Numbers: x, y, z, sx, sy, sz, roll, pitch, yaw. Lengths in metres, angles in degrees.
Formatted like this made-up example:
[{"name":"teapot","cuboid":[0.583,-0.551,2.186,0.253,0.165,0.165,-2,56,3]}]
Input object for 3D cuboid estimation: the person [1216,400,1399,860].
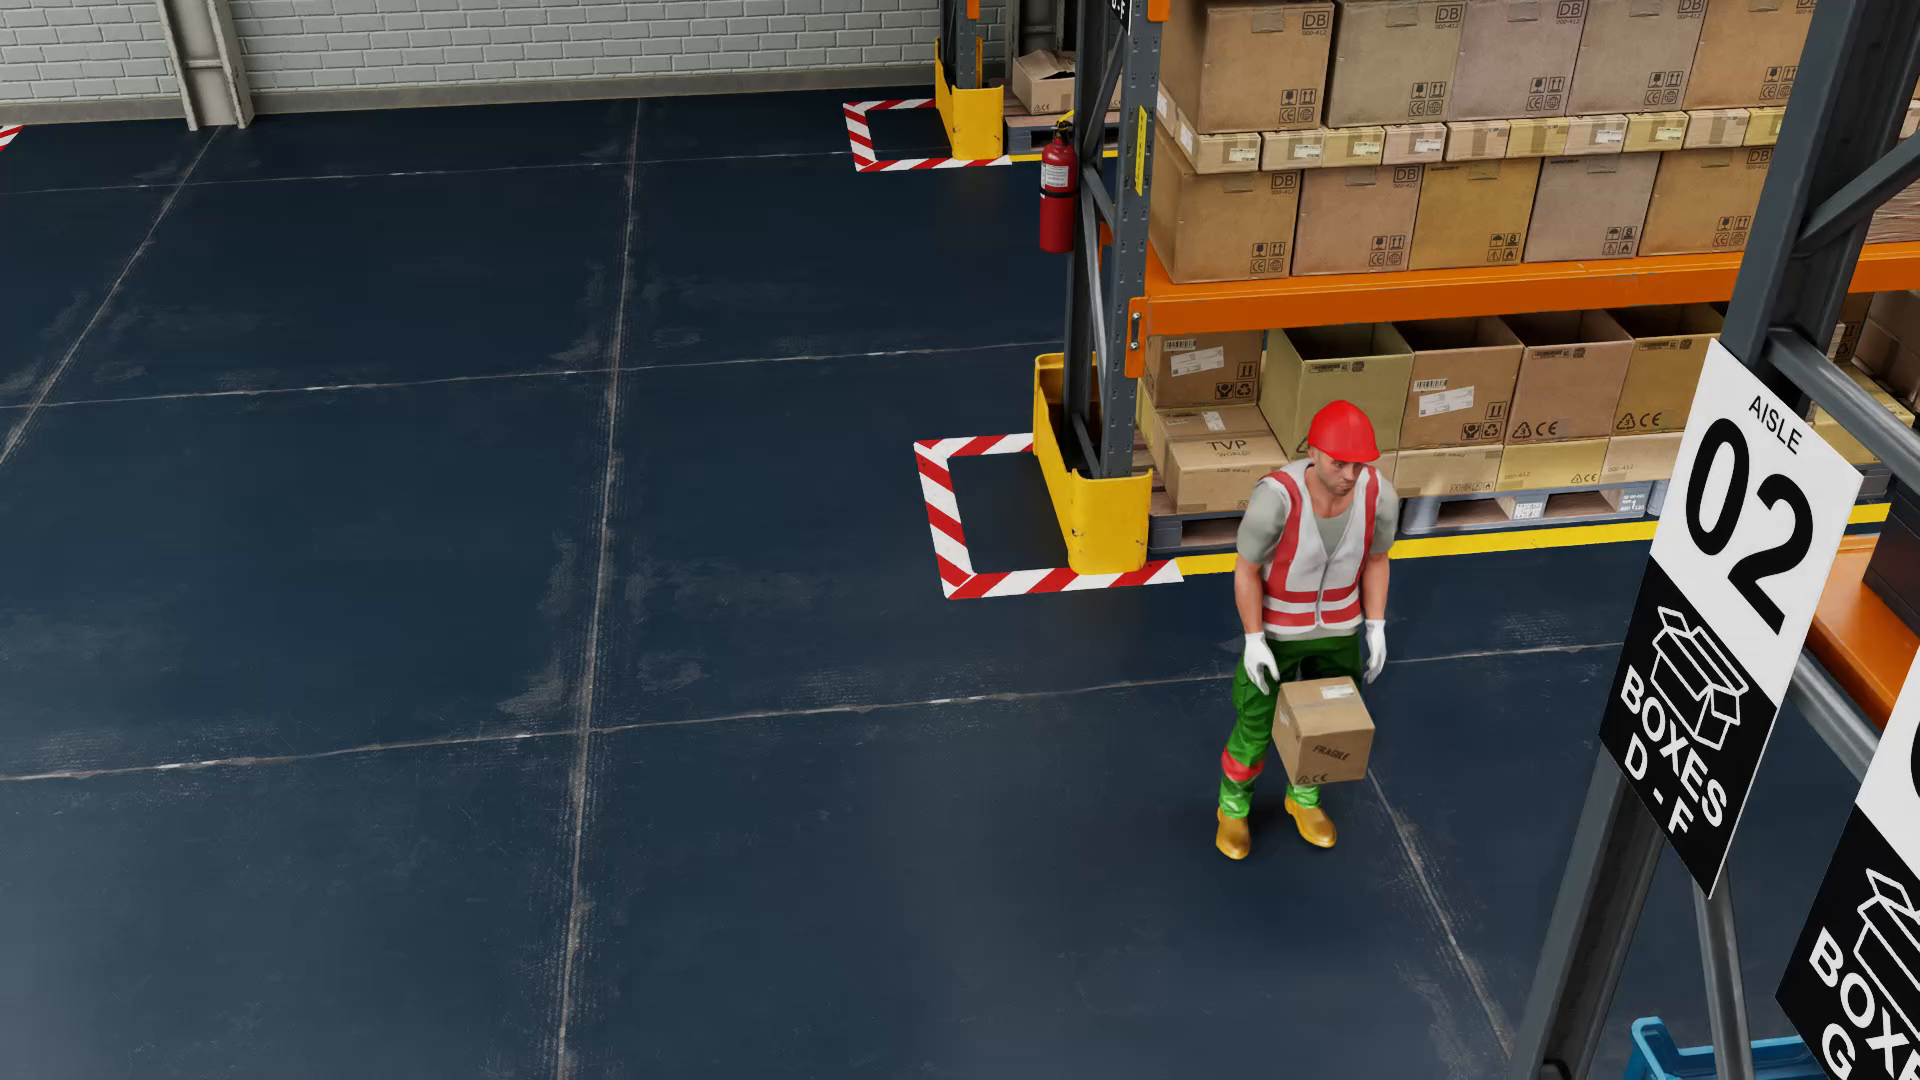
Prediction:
[{"name":"person","cuboid":[1.183,0.307,5.676,0.544,1.788,0.414,-5,35,-7]}]
